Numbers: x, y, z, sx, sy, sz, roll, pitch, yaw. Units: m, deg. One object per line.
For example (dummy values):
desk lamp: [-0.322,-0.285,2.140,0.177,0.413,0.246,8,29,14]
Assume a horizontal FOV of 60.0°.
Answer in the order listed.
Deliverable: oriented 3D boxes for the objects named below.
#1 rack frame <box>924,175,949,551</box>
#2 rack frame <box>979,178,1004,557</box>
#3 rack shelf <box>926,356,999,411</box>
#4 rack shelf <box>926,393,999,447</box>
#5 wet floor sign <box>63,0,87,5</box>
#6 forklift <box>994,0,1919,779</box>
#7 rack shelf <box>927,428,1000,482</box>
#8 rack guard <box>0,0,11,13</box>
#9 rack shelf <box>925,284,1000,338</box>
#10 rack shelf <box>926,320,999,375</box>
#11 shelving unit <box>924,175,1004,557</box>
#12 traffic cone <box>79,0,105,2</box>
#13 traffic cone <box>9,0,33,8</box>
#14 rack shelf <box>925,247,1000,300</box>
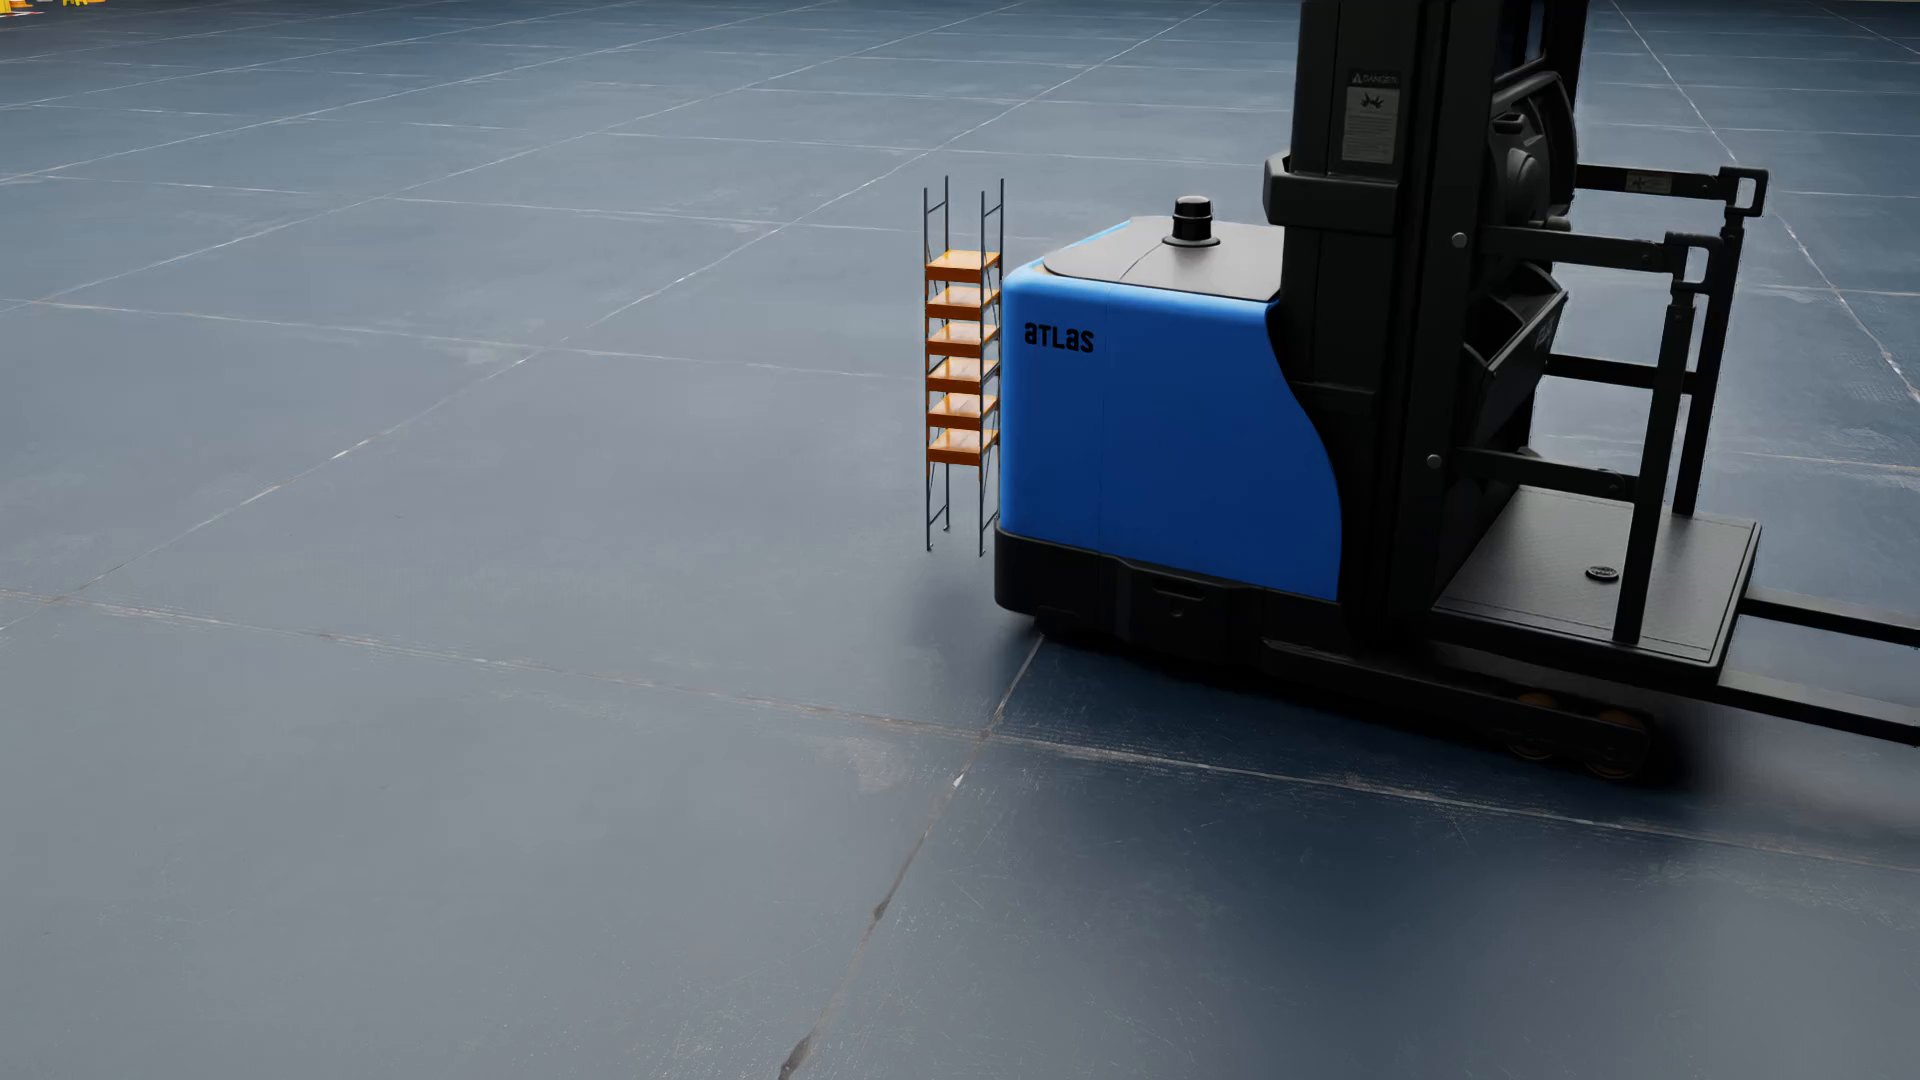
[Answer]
rack frame: [-0.074,-0.564,5.414,0.006,1.200,0.240,7,23,16]
rack frame: [0.101,-0.544,5.365,0.006,1.200,0.240,7,23,16]
rack shelf: [0.014,-0.512,5.406,0.180,0.103,0.258,7,23,16]
rack shelf: [0.014,-0.401,5.452,0.180,0.103,0.258,7,23,16]
wet floor sign: [-13.905,-8.713,26.013,0.232,0.644,0.267,3,22,6]
forklift: [1.641,-0.988,4.168,3.031,2.935,1.130,12,25,27]
rack shelf: [0.014,-0.290,5.497,0.180,0.103,0.258,7,23,16]
rack guard: [-14.482,-7.927,24.288,0.348,0.500,1.175,7,23,16]
rack shelf: [0.014,-0.734,5.315,0.180,0.103,0.258,7,23,16]
rack shelf: [0.014,-0.623,5.361,0.180,0.103,0.258,7,23,16]
shelving unit: [0.014,-0.554,5.389,0.189,1.200,0.258,7,23,16]
traffic cone: [-13.951,-8.860,26.611,0.334,0.463,0.336,7,23,16]
traffic cone: [-14.603,-8.487,25.701,0.334,0.463,0.336,7,23,16]
rack shelf: [0.014,-0.845,5.270,0.180,0.103,0.258,7,23,16]
